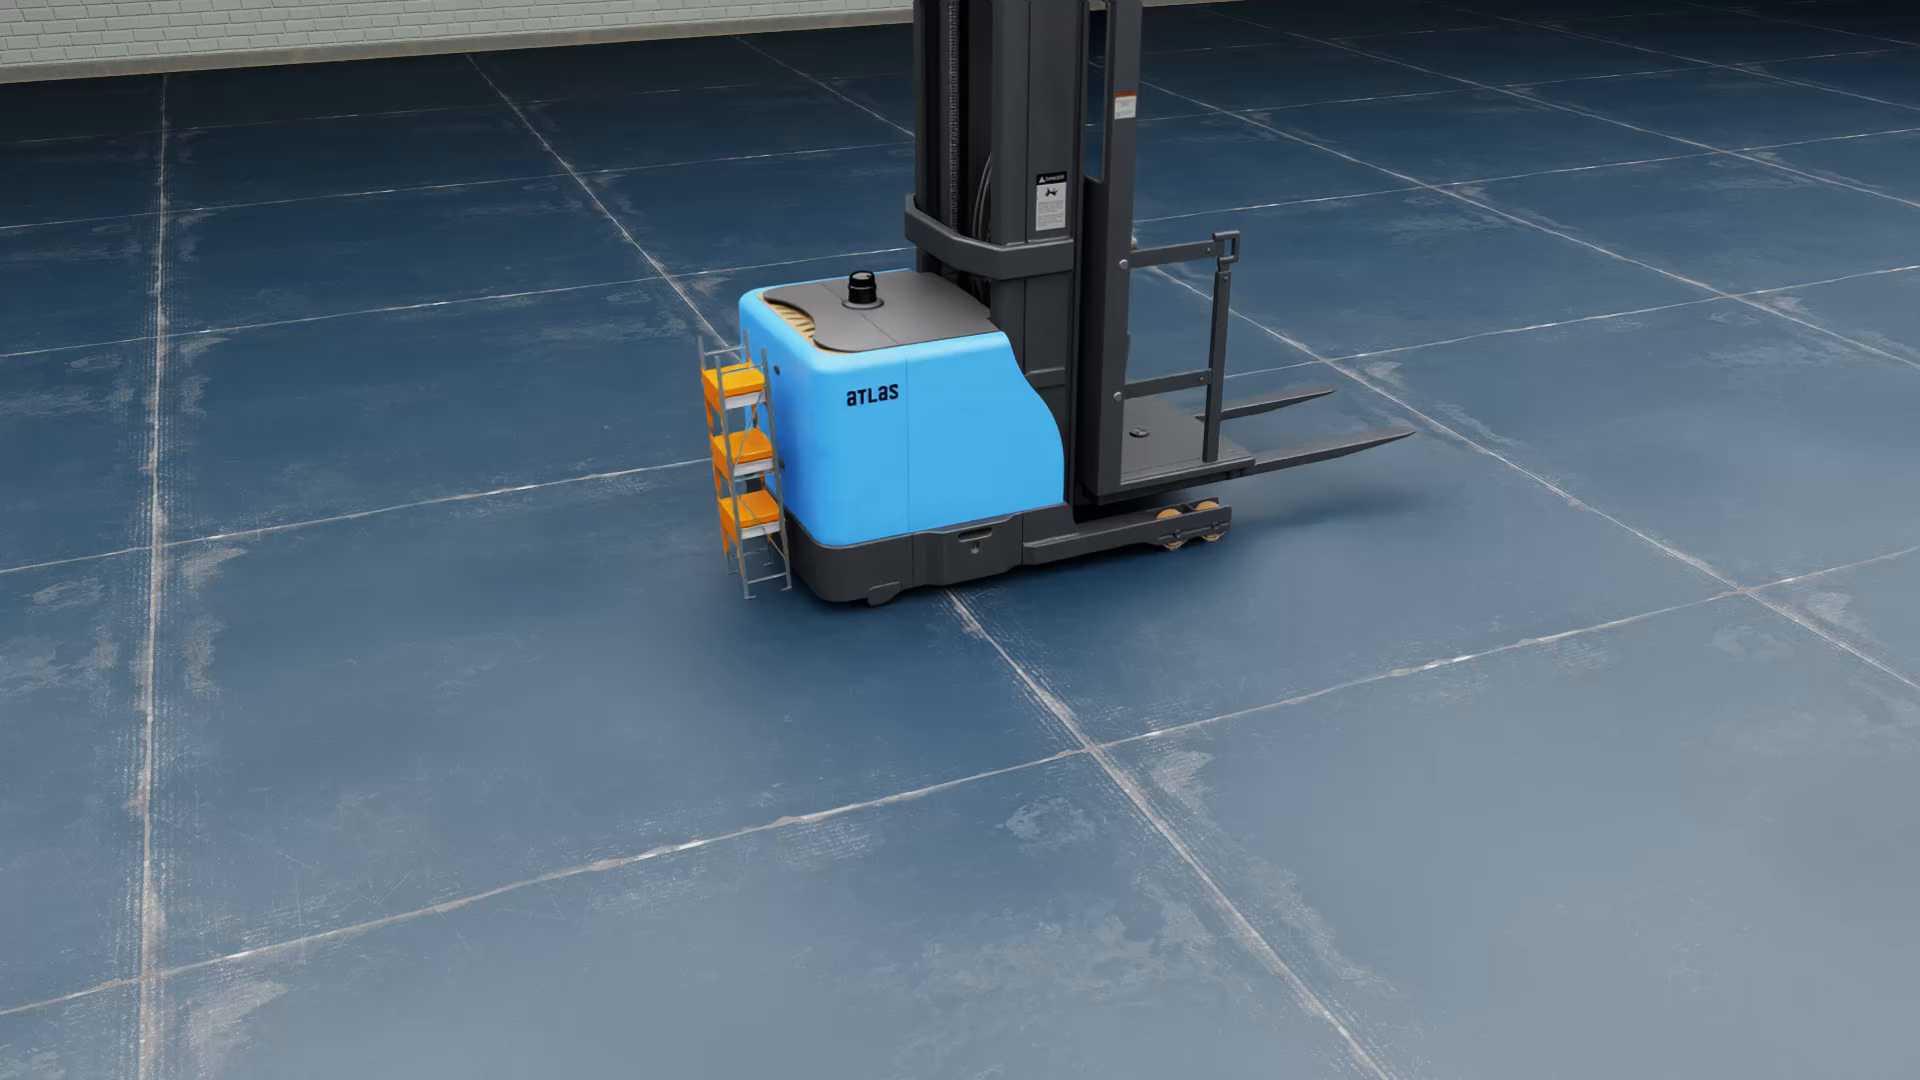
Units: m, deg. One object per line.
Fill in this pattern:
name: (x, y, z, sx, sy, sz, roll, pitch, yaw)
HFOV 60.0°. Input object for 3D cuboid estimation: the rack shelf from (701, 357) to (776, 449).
rack shelf: (-0.870, -0.540, 6.524, 0.215, 0.259, 0.240, -14, 29, -19)

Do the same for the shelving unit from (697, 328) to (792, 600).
shelving unit: (-0.856, -0.297, 6.649, 0.215, 1.050, 0.252, -14, 29, -19)

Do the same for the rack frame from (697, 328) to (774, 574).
rack frame: (-0.904, -0.346, 6.749, 0.200, 1.050, 0.008, -14, 29, -19)

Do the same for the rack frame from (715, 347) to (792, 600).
rack frame: (-0.808, -0.248, 6.548, 0.200, 1.050, 0.008, -14, 29, -19)

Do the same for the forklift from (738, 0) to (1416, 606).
forklift: (0.622, -1.478, 6.937, 3.031, 2.935, 1.130, -12, 28, -22)

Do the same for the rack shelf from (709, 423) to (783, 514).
rack shelf: (-0.856, -0.287, 6.653, 0.215, 0.259, 0.240, -14, 29, -19)

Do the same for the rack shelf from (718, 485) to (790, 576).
rack shelf: (-0.842, -0.040, 6.780, 0.215, 0.259, 0.240, -14, 29, -19)
